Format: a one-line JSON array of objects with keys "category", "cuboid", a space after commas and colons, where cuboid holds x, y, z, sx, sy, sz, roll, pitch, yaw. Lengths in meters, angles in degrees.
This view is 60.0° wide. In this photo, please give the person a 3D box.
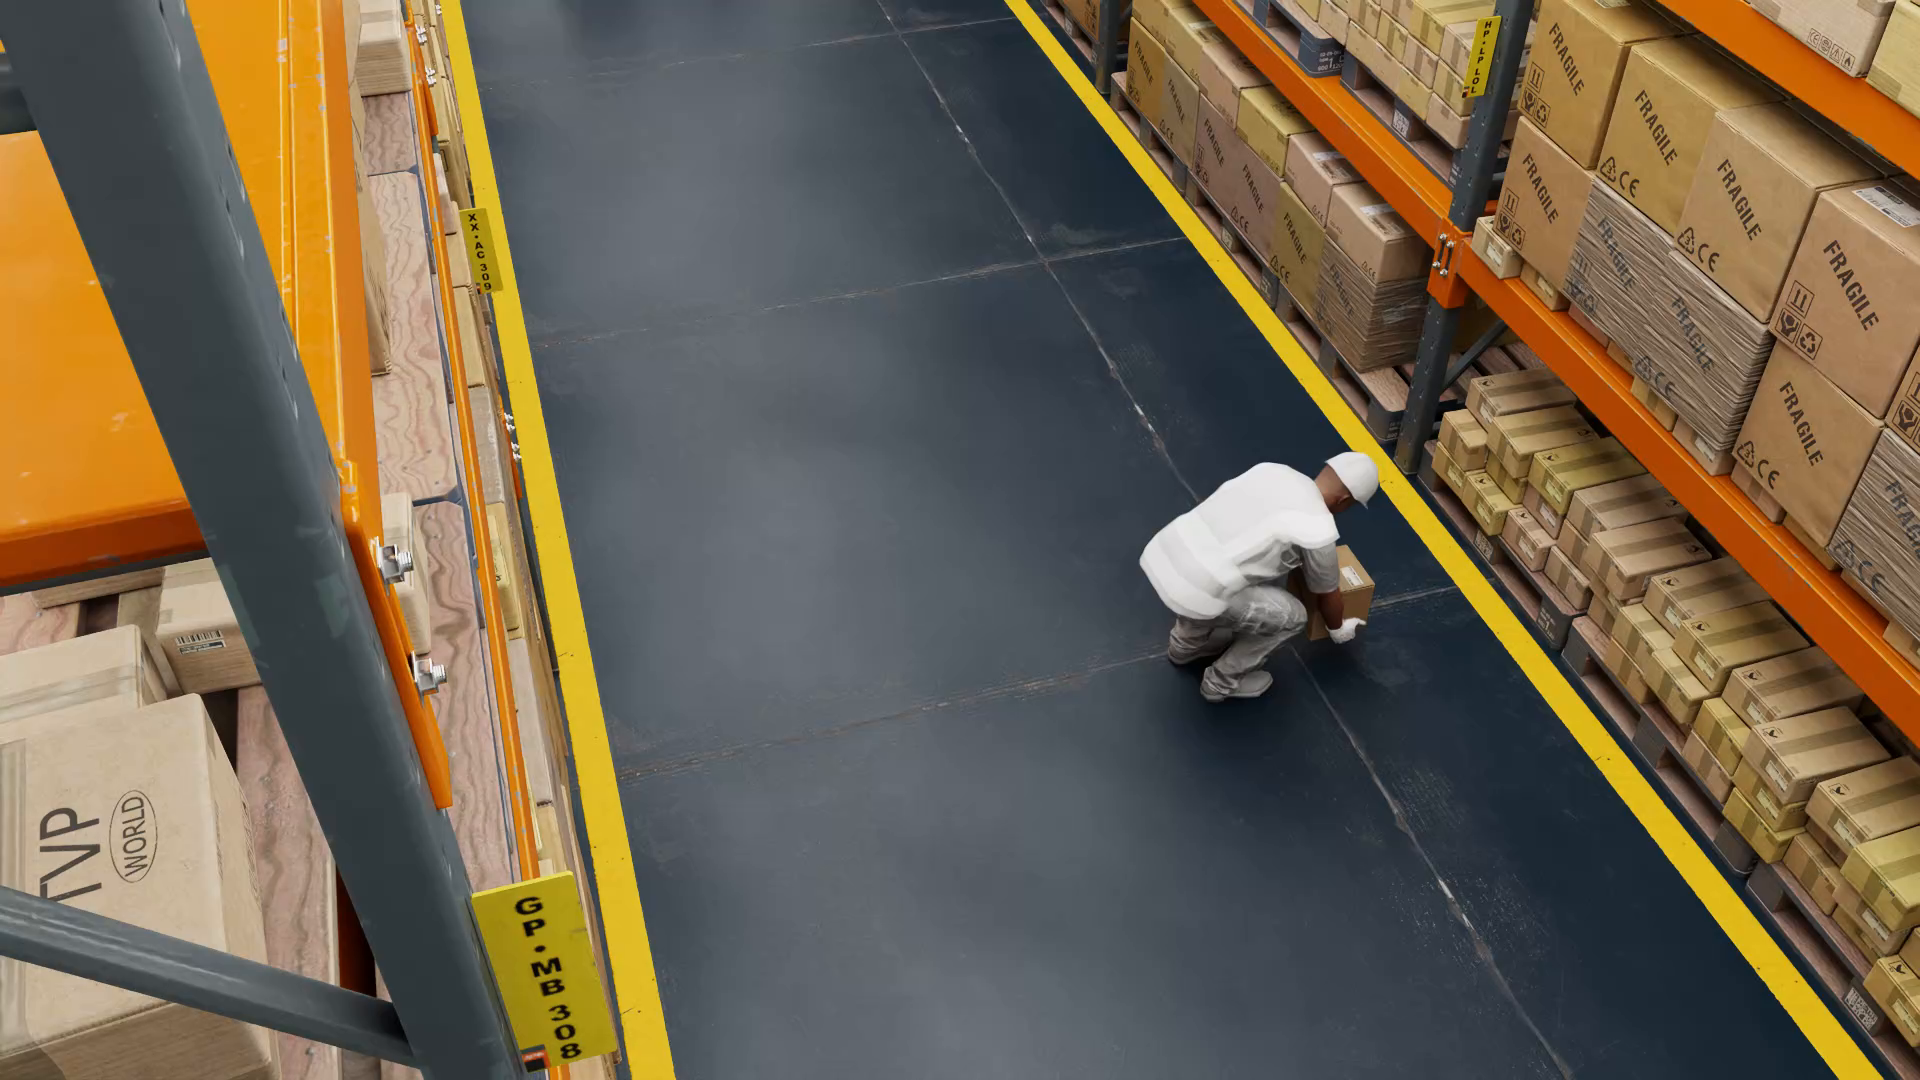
[{"category": "person", "cuboid": [1.169, 0.138, 6.585, 0.946, 0.995, 0.543, -13, 44, -14]}]
